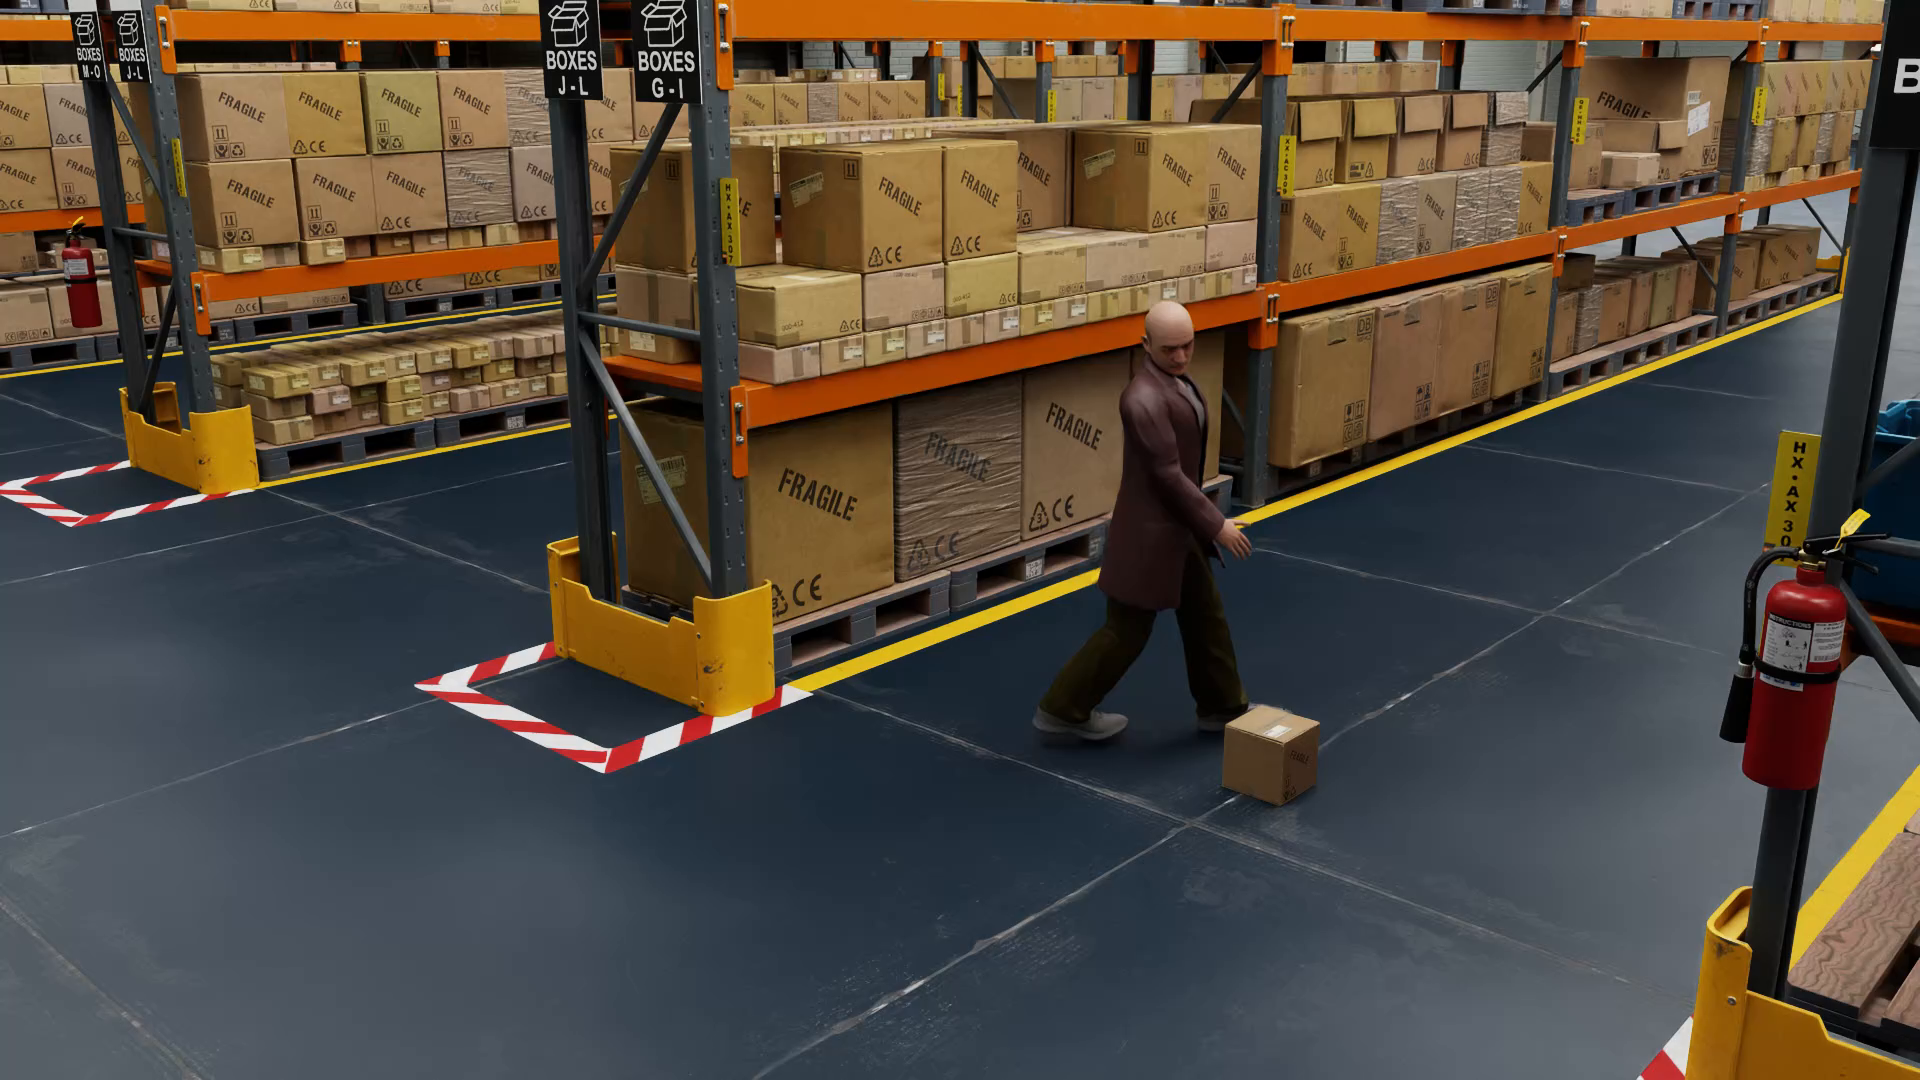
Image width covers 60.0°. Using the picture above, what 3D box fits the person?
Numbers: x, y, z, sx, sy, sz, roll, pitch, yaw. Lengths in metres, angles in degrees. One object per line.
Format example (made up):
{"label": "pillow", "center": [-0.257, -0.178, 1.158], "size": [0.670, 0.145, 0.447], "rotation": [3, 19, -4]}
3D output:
{"label": "person", "center": [0.769, 0.048, 6.243], "size": [0.942, 1.549, 0.601], "rotation": [6, 18, 20]}
